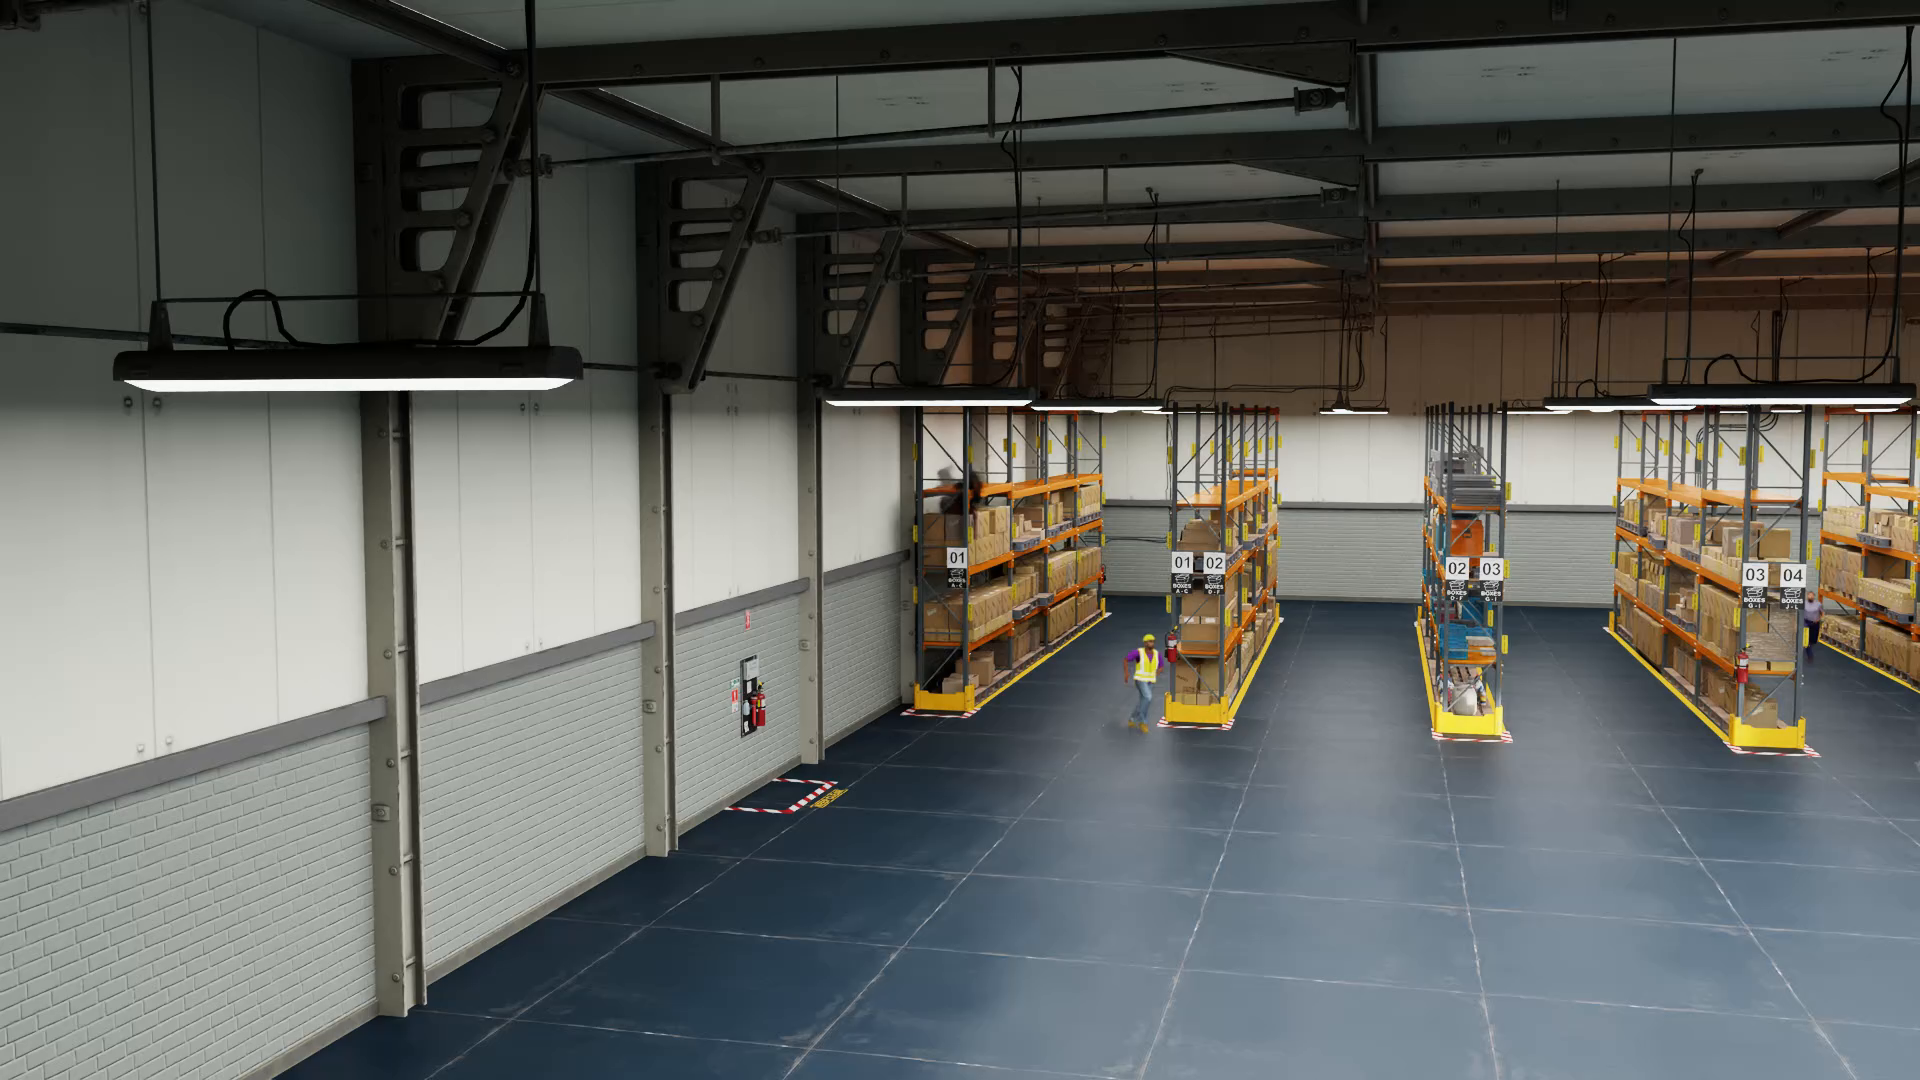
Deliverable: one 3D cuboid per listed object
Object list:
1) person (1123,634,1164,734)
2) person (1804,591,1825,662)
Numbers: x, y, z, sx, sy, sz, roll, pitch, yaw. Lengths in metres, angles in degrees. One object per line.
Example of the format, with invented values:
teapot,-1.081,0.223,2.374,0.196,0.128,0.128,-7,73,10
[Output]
person,3.407,2.599,30.381,0.713,1.747,0.737,-2,5,-27
person,20.112,2.031,39.313,0.578,1.649,1.069,1,4,13
